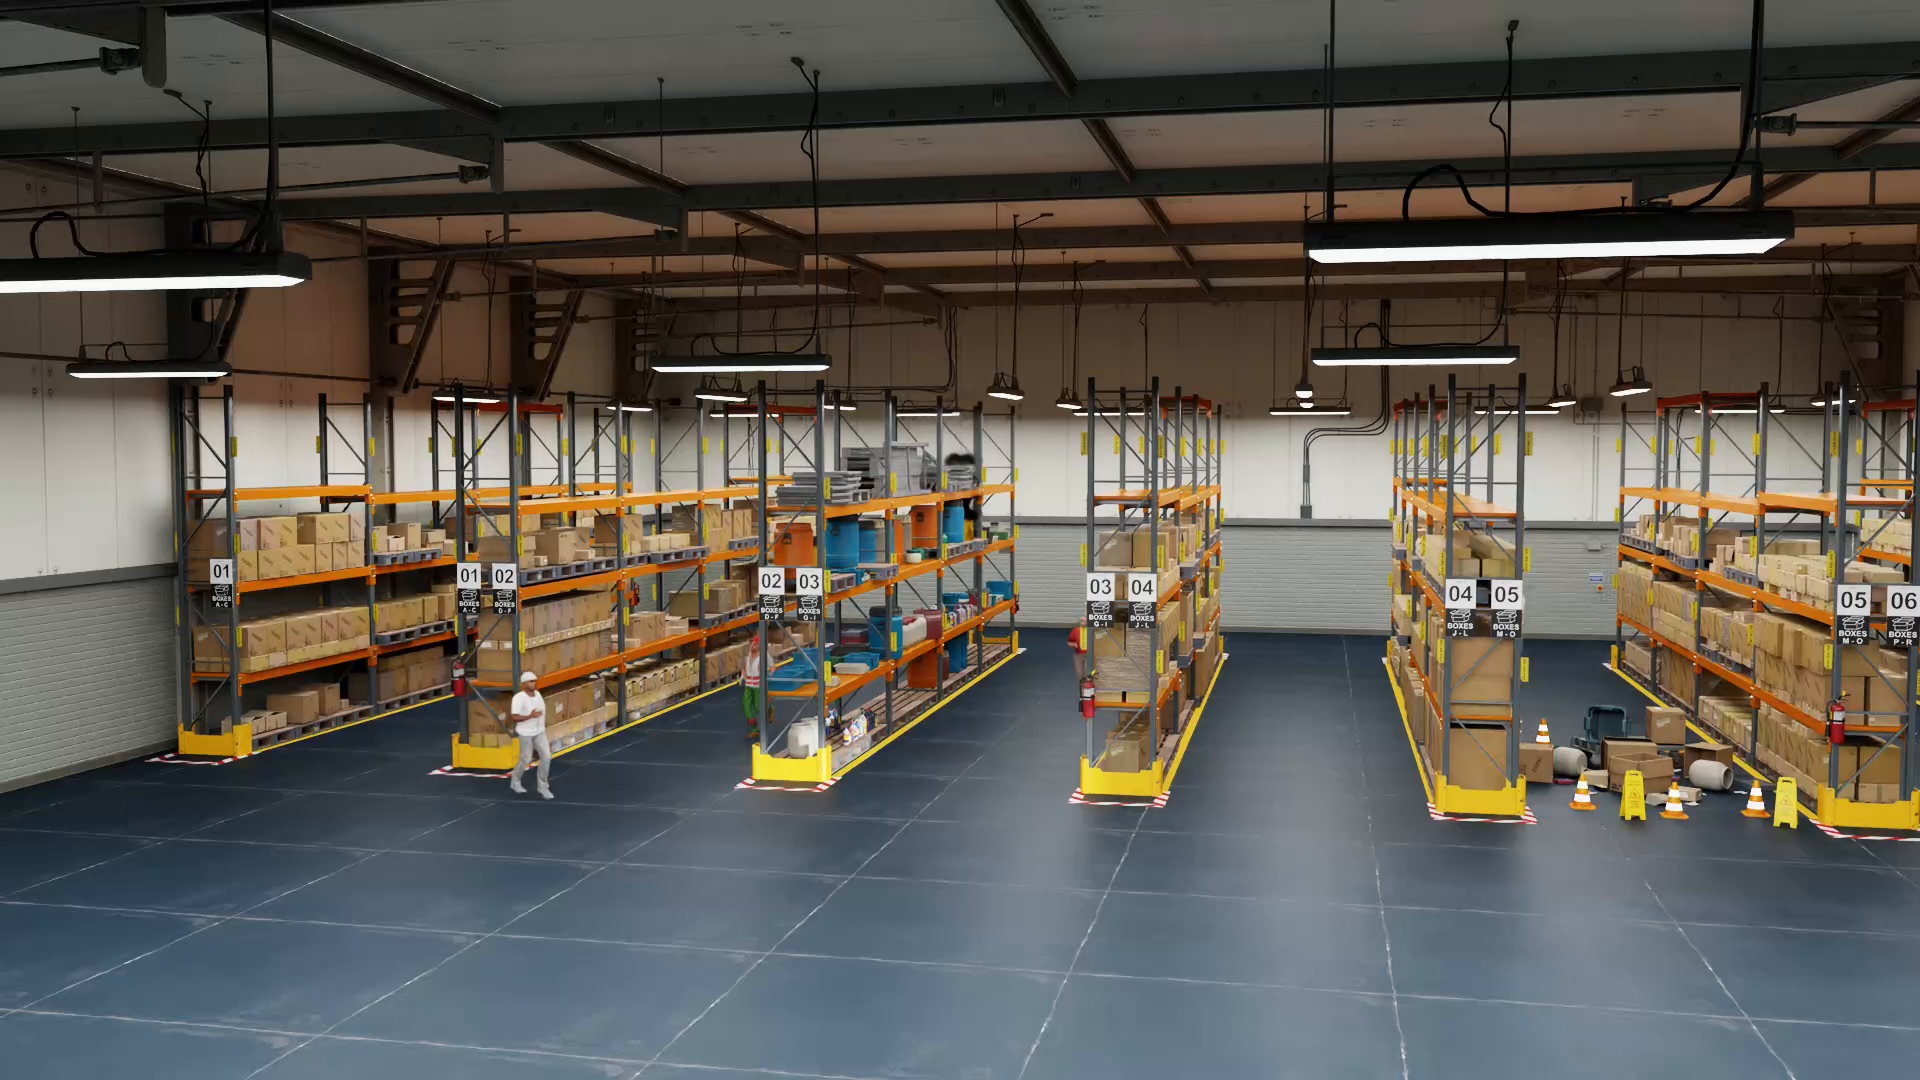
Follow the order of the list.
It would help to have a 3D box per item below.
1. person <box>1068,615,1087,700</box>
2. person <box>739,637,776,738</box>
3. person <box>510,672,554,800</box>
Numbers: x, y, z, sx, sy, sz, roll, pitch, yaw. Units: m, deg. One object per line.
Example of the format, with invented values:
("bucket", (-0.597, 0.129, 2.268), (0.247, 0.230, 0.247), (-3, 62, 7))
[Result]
("person", (2.409, 2.352, 32.270), (0.640, 1.800, 0.795), (1, 3, 14))
("person", (-3.498, 2.533, 28.752), (0.688, 1.735, 0.670), (1, 3, 24))
("person", (-6.122, 2.785, 23.701), (0.738, 1.823, 0.677), (2, 4, 35))
